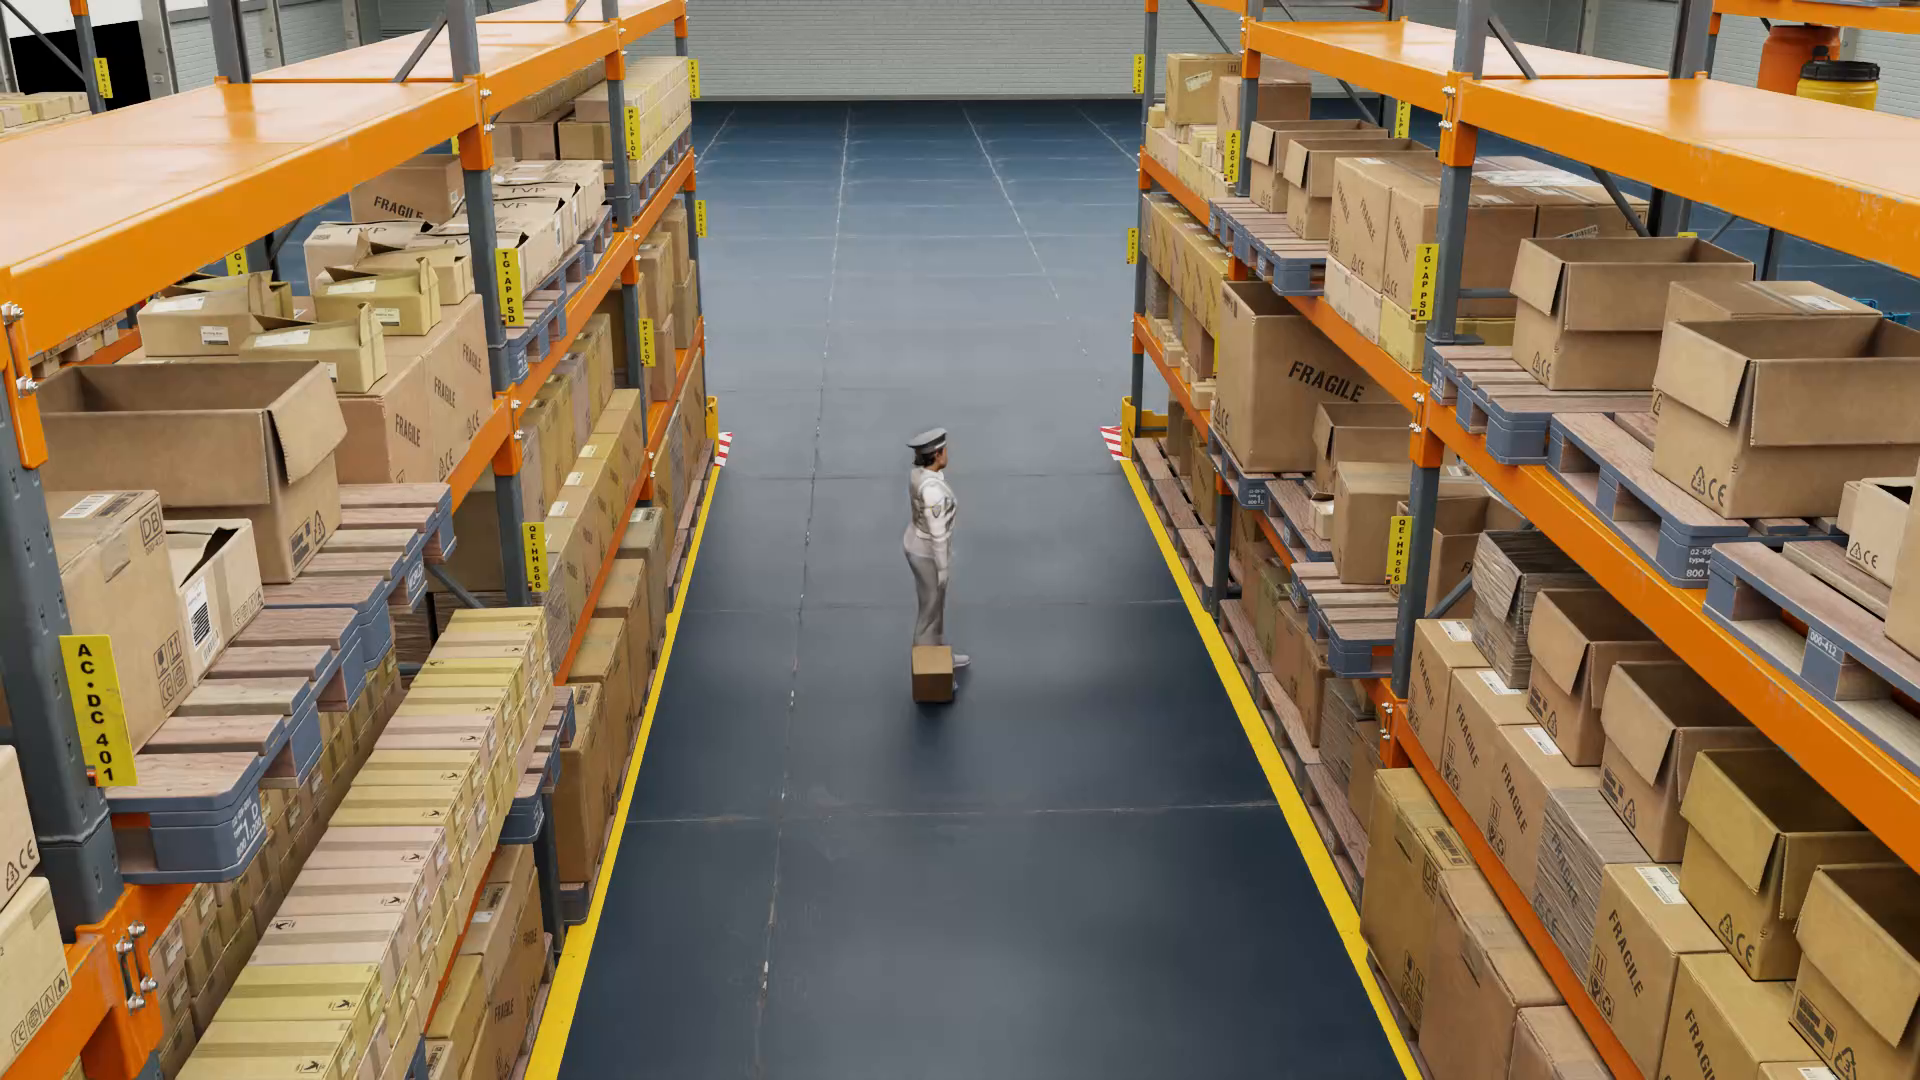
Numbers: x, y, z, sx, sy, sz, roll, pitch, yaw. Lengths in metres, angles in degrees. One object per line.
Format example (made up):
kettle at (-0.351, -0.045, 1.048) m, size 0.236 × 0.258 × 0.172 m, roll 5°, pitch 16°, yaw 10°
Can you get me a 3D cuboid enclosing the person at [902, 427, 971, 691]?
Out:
person at (-0.131, 0.111, 10.693) m, size 0.451 × 1.689 × 0.515 m, roll -5°, pitch 21°, yaw -12°
